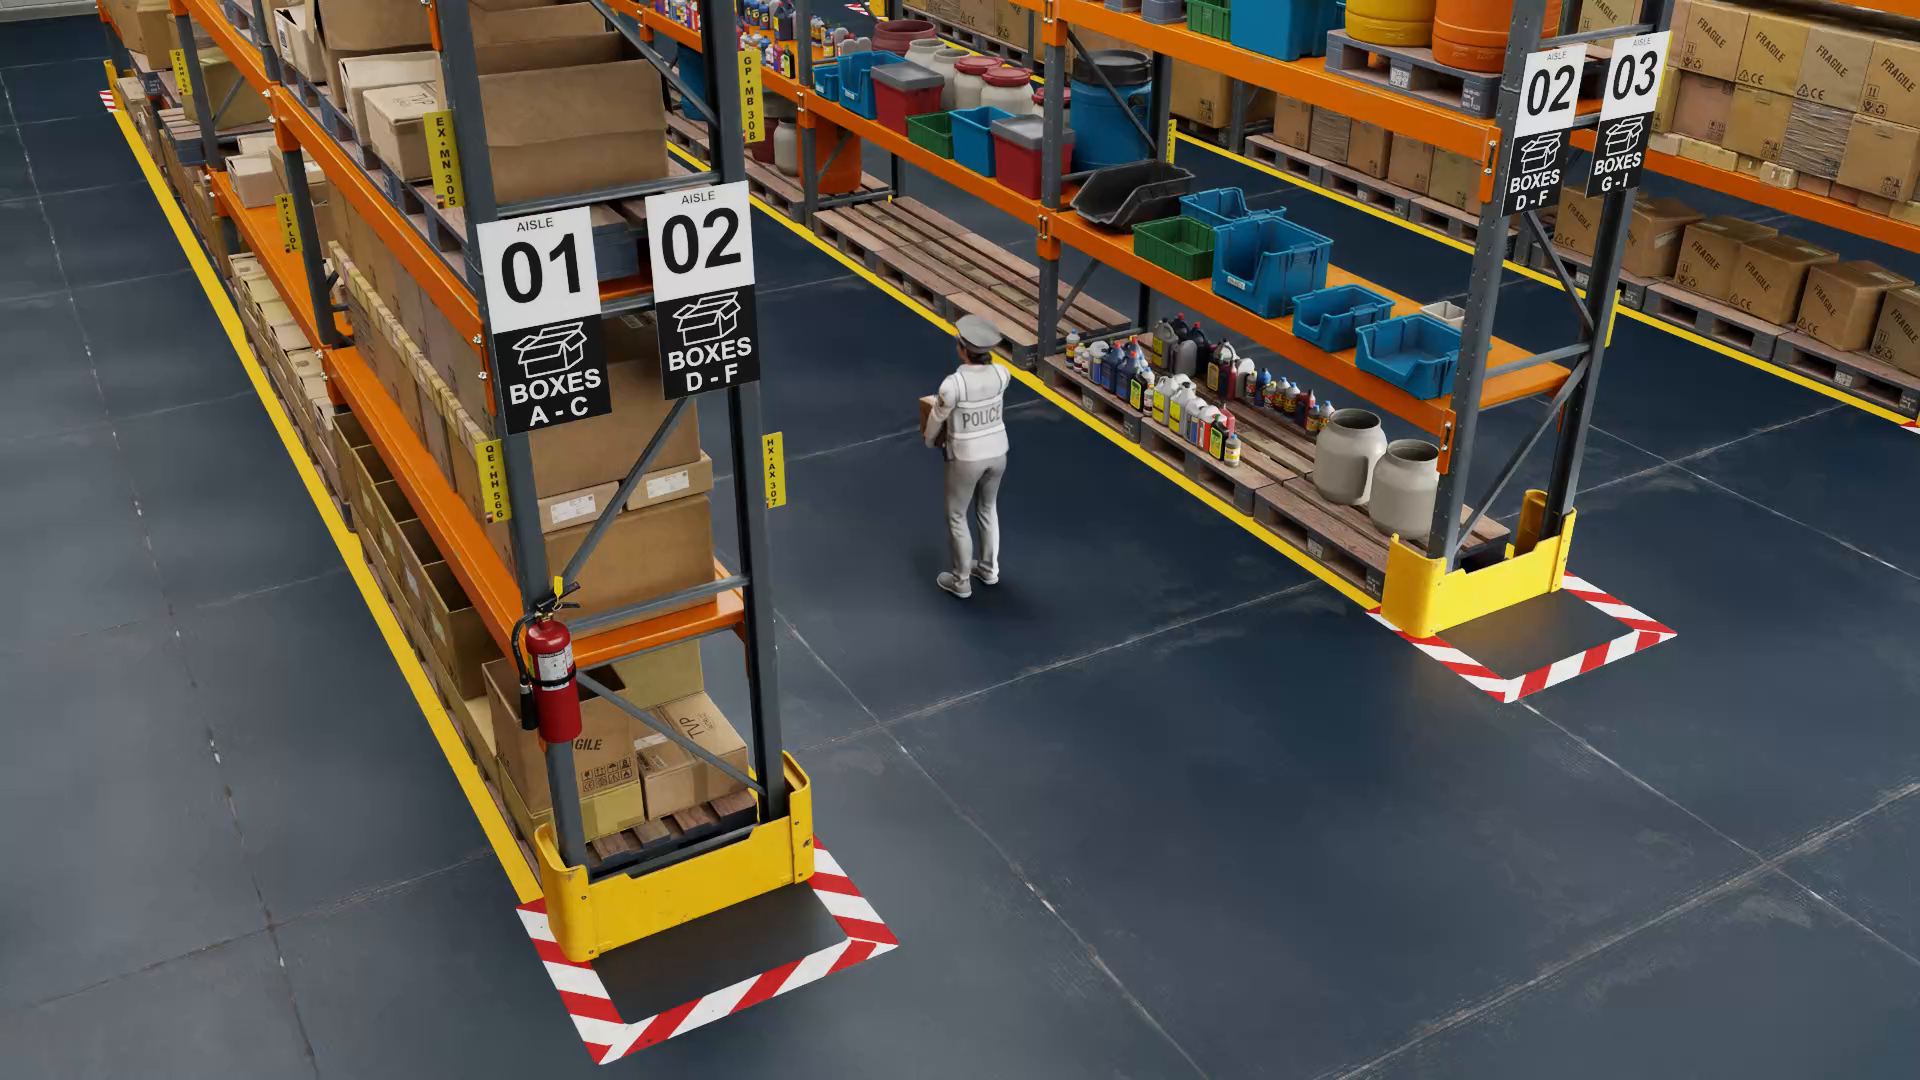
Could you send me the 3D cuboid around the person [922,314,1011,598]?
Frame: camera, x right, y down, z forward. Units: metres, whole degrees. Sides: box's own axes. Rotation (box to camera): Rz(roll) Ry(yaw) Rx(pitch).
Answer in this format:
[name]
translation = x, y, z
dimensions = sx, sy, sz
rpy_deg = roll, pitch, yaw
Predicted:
[person]
translation = 0.026, -0.498, 9.428
dimensions = 0.416, 1.691, 0.522
rpy_deg = -16, 33, -27
